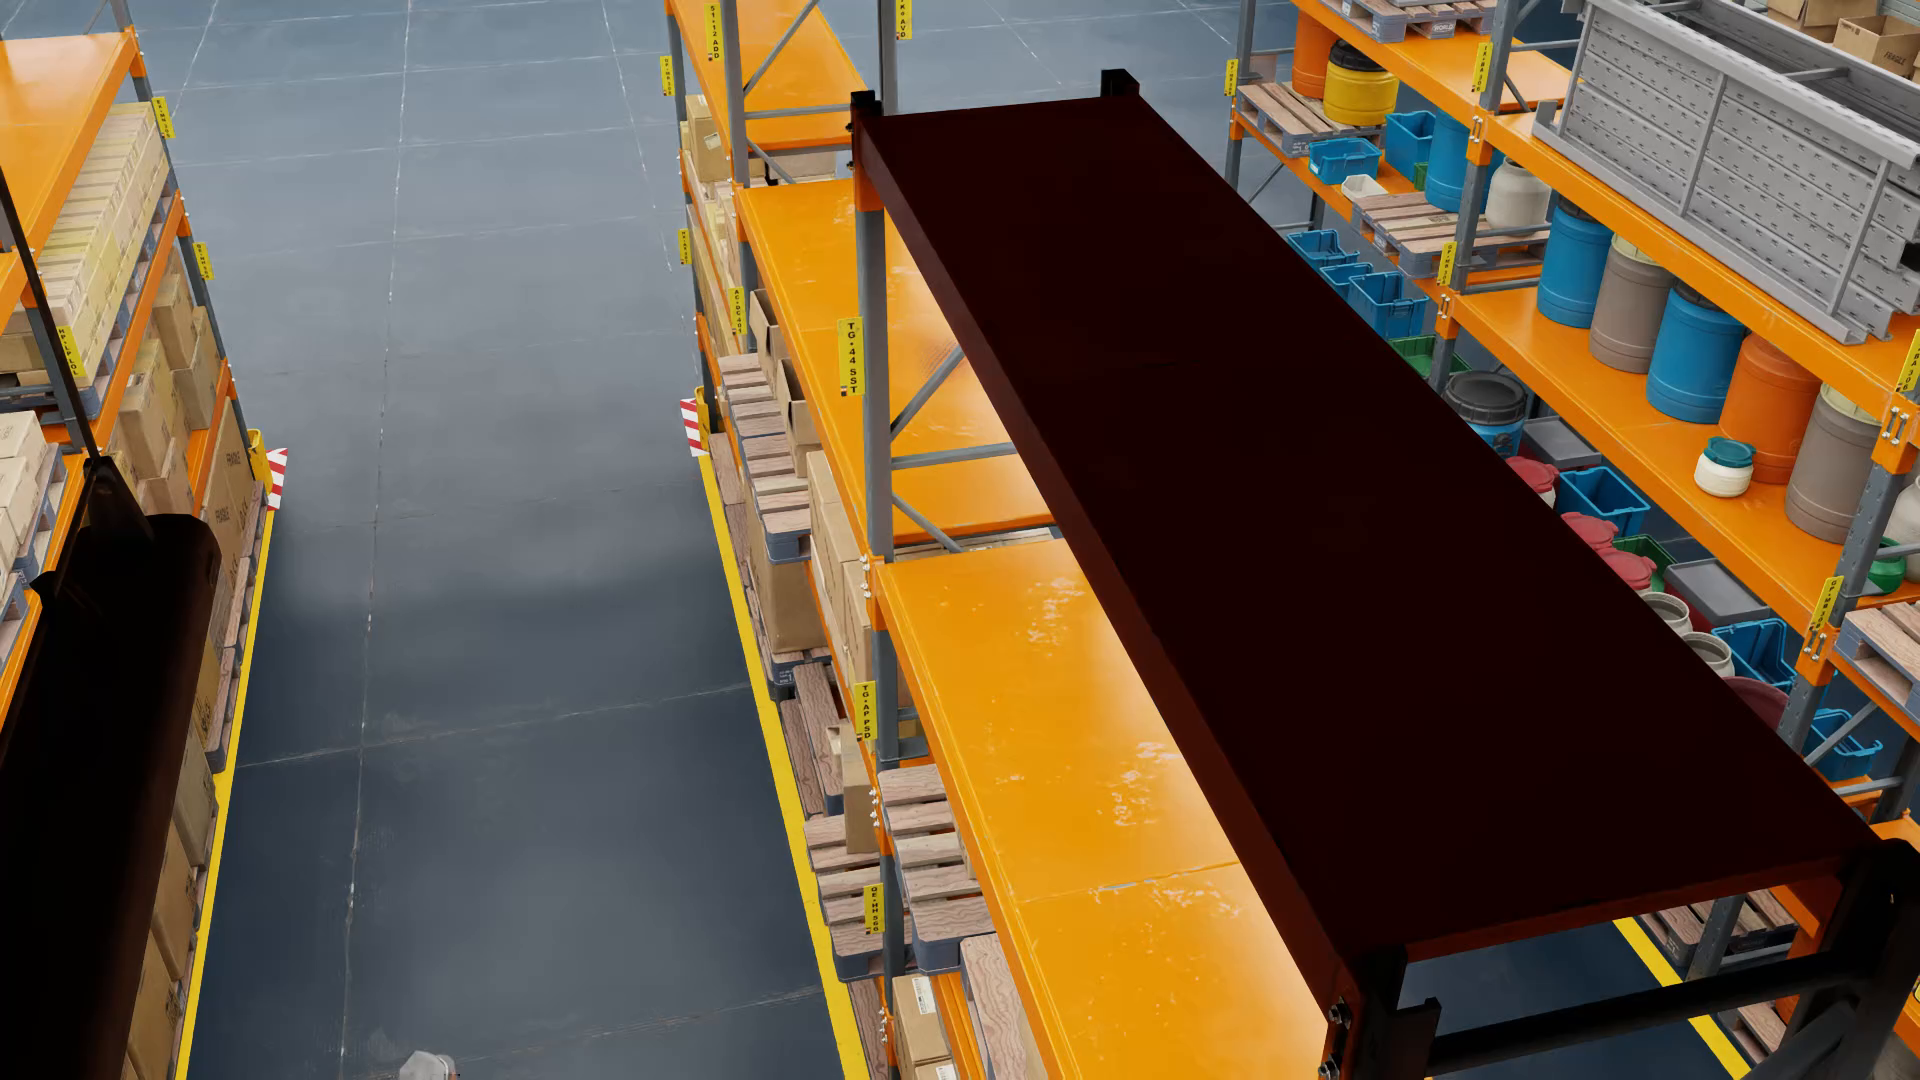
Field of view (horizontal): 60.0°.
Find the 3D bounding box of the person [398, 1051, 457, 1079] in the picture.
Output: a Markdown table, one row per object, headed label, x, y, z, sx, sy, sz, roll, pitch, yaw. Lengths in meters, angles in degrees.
| label | x | y | z | sx | sy | sz | roll | pitch | yaw |
| --- | --- | --- | --- | --- | --- | --- | --- | --- | --- |
| person | -2.394 | 2.984 | 8.023 | 0.441 | 1.638 | 0.956 | -11 | 36 | -16 |
